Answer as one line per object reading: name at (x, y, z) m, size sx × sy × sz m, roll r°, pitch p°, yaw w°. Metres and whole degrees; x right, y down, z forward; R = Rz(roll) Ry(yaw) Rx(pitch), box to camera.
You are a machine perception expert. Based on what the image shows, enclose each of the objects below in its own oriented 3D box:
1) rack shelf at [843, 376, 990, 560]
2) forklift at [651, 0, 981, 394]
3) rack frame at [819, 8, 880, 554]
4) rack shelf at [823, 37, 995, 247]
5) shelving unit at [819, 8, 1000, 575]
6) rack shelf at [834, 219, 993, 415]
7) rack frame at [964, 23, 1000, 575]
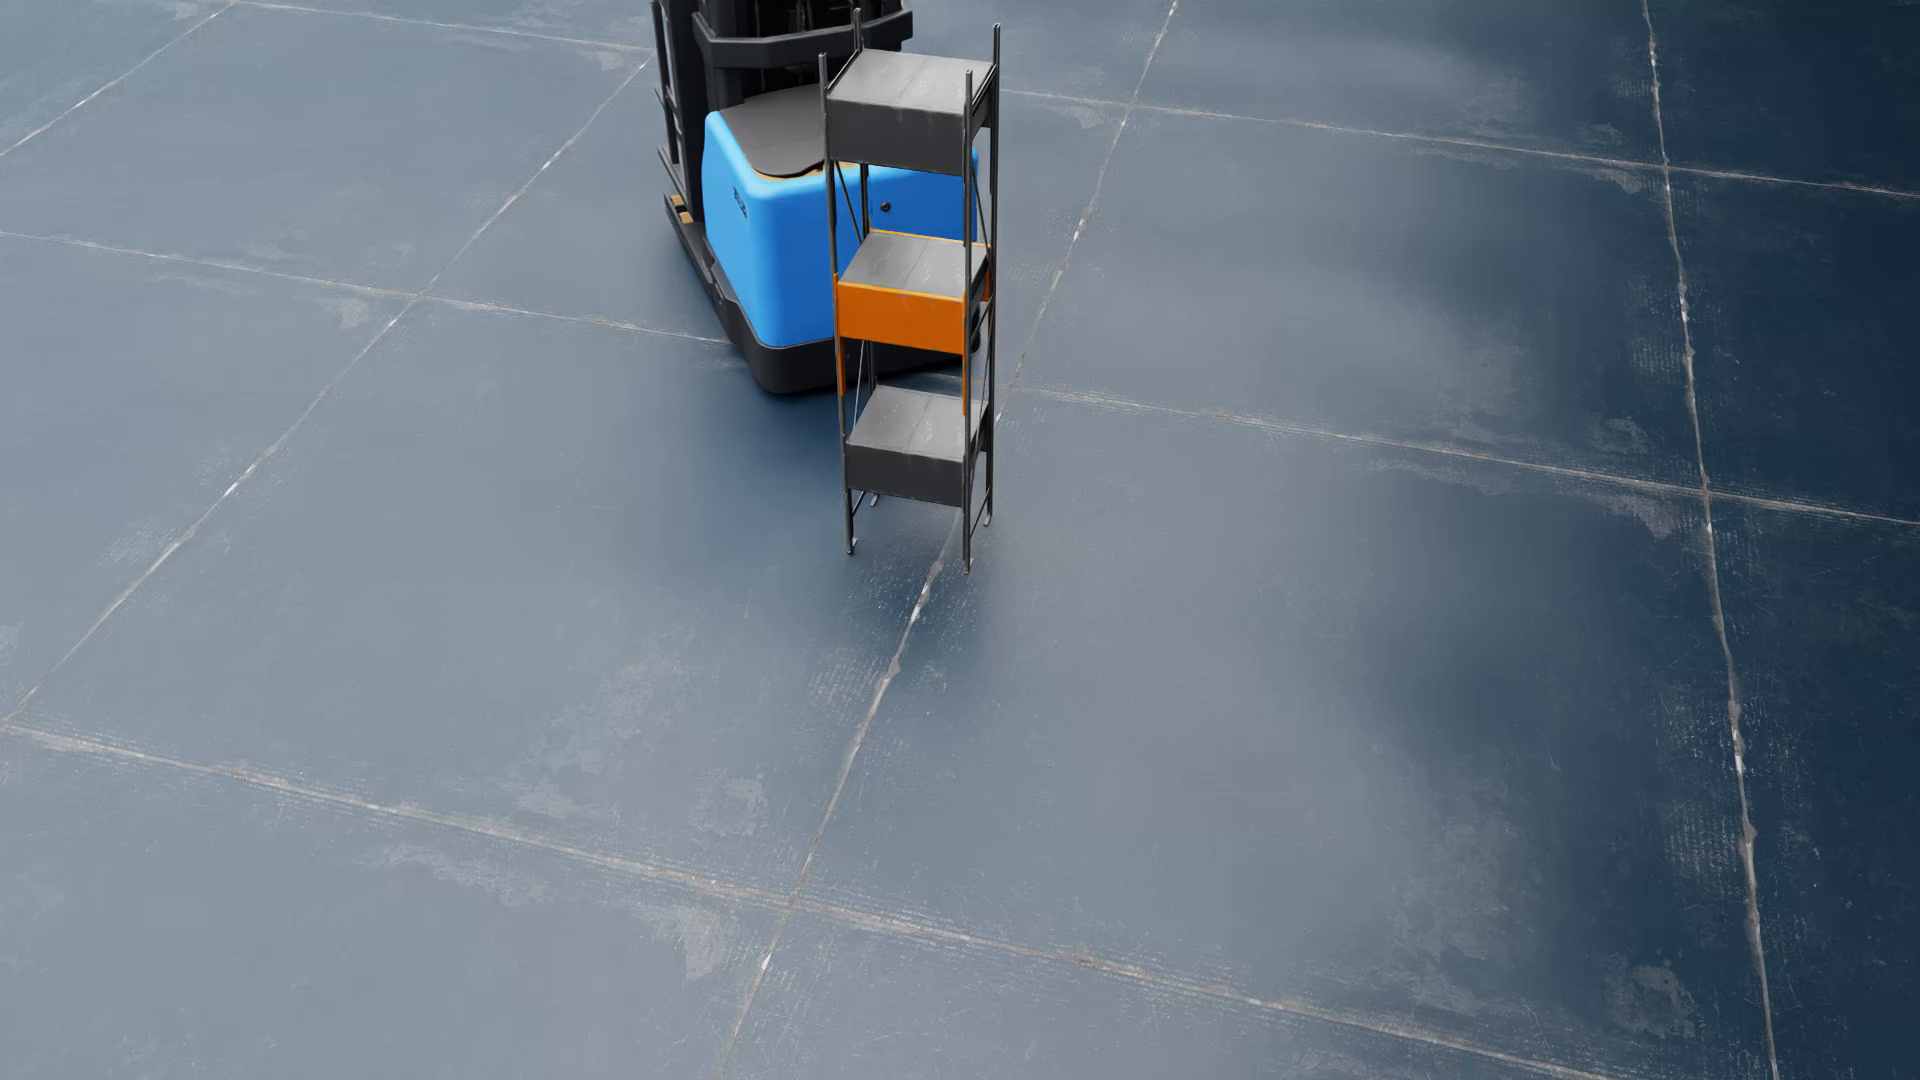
rack shelf at (-0.160, -0.285, 6.566) m, size 0.480 × 0.518 × 0.431 m, roll 10°, pitch 41°, yaw 11°
forklift at (-0.898, -2.730, 7.721) m, size 1.130 × 2.935 × 3.031 m, roll -14°, pitch 42°, yaw -16°
rack frame at (-0.396, -0.872, 6.156) m, size 0.015 × 2.100 × 0.400 m, roll 10°, pitch 41°, yaw 11°
rack shelf at (-0.160, -1.357, 5.666) m, size 0.480 × 0.518 × 0.431 m, roll 10°, pitch 41°, yaw 11°
shelving unit at (-0.160, -0.832, 6.107) m, size 0.503 × 2.100 × 0.431 m, roll 10°, pitch 41°, yaw 11°
rack shelf at (-0.160, -0.821, 6.116) m, size 0.480 × 0.518 × 0.431 m, roll 10°, pitch 41°, yaw 11°
rack frame at (0.076, -0.791, 6.059) m, size 0.015 × 2.100 × 0.400 m, roll 10°, pitch 41°, yaw 11°
